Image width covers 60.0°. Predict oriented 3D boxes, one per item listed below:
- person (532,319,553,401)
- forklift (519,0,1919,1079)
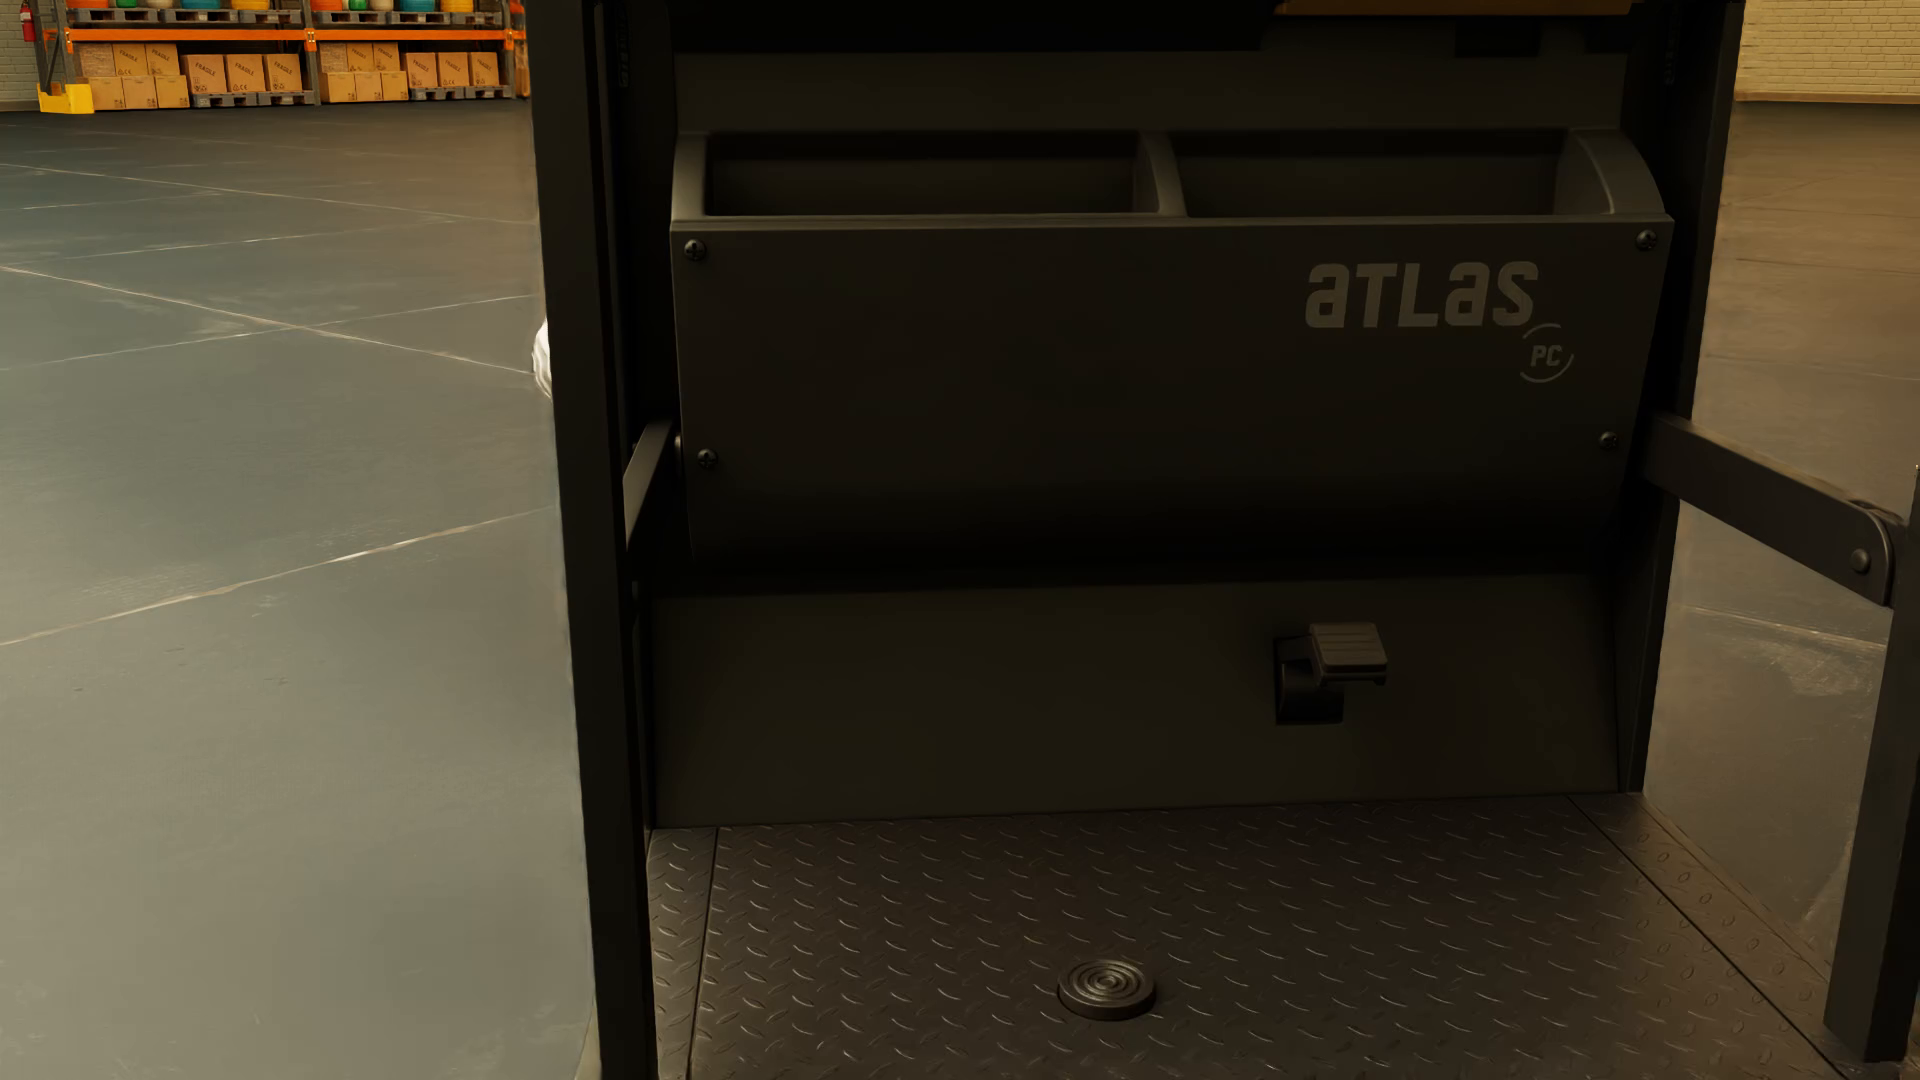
[{"bbox_3d":[-0.359,-0.559,3.196,1.240,1.523,0.700,-15,23,-41],"label":"person"},{"bbox_3d":[0.219,-0.713,1.245,1.130,2.935,3.031,-1,17,-5],"label":"forklift"}]
